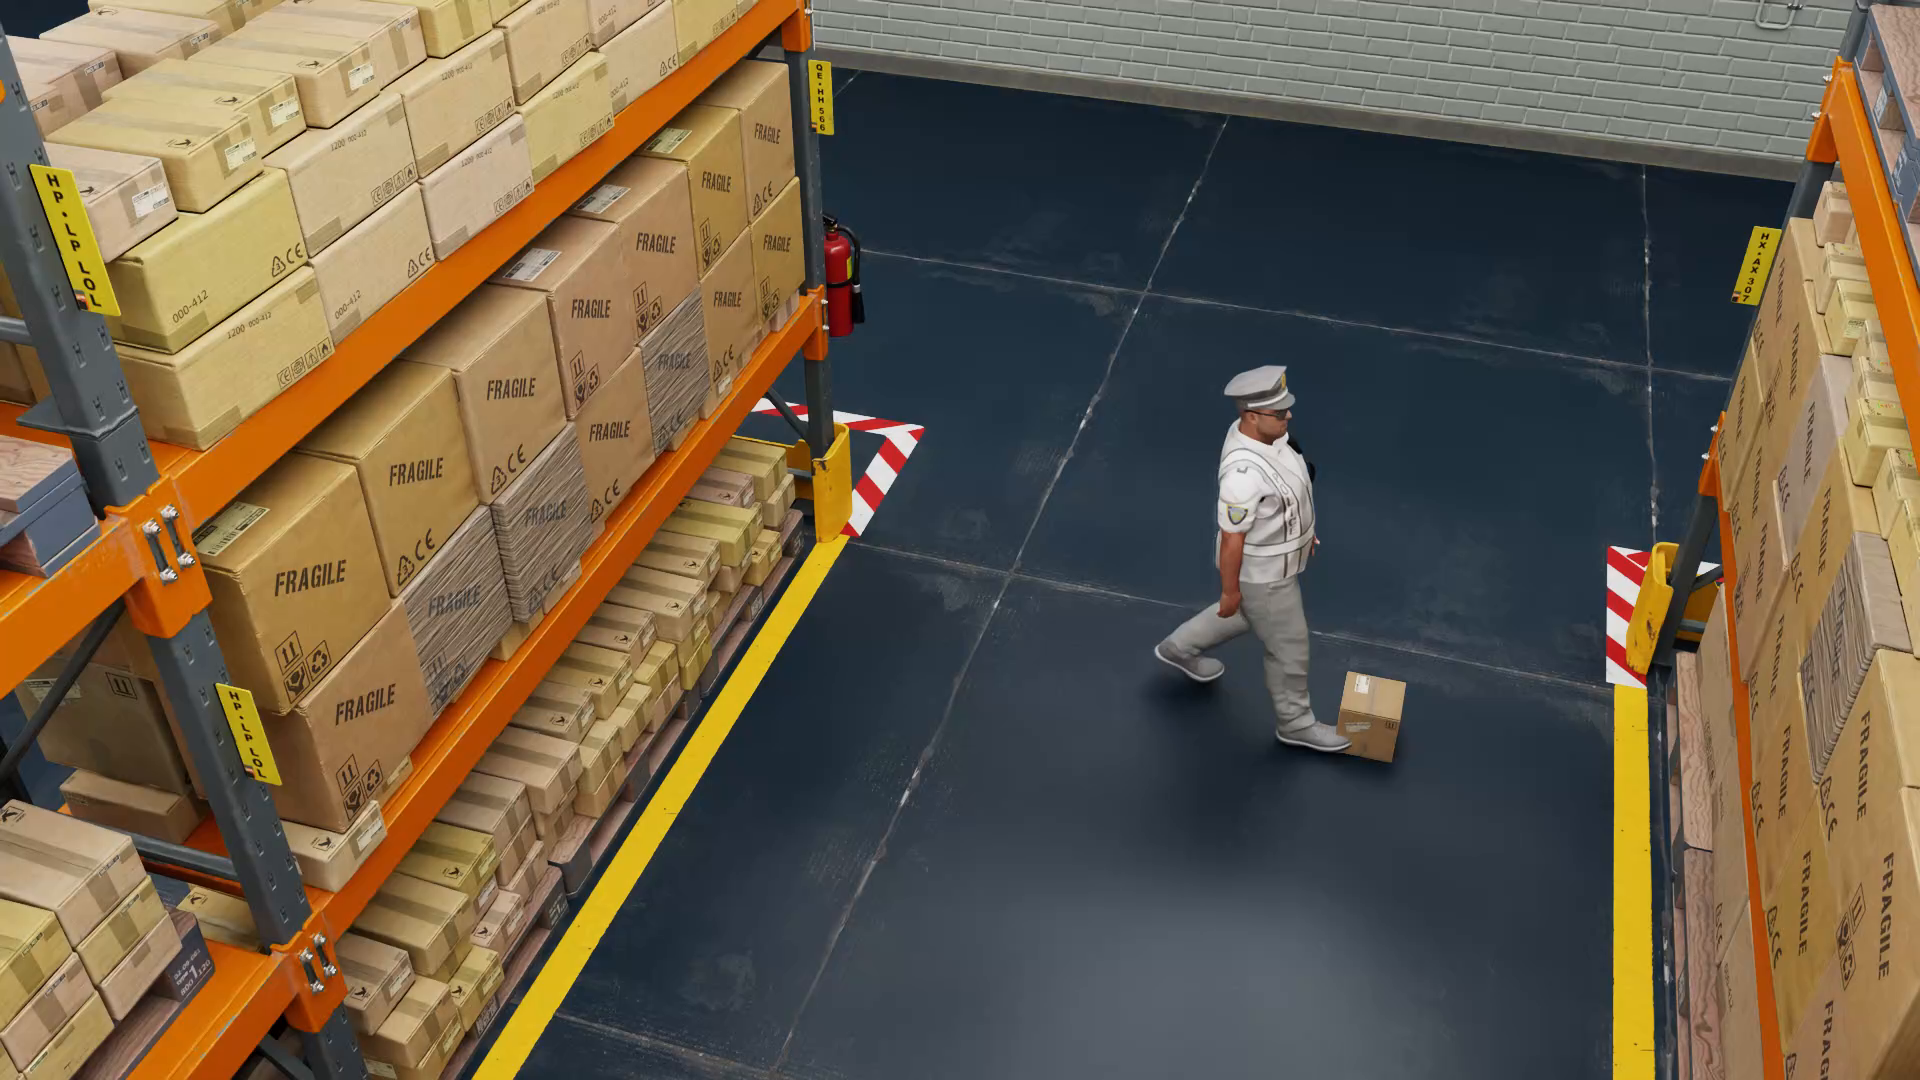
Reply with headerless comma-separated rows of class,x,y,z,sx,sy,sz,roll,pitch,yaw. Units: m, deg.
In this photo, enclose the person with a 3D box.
person,1.281,0.056,6.790,0.886,1.736,0.534,8,38,10
